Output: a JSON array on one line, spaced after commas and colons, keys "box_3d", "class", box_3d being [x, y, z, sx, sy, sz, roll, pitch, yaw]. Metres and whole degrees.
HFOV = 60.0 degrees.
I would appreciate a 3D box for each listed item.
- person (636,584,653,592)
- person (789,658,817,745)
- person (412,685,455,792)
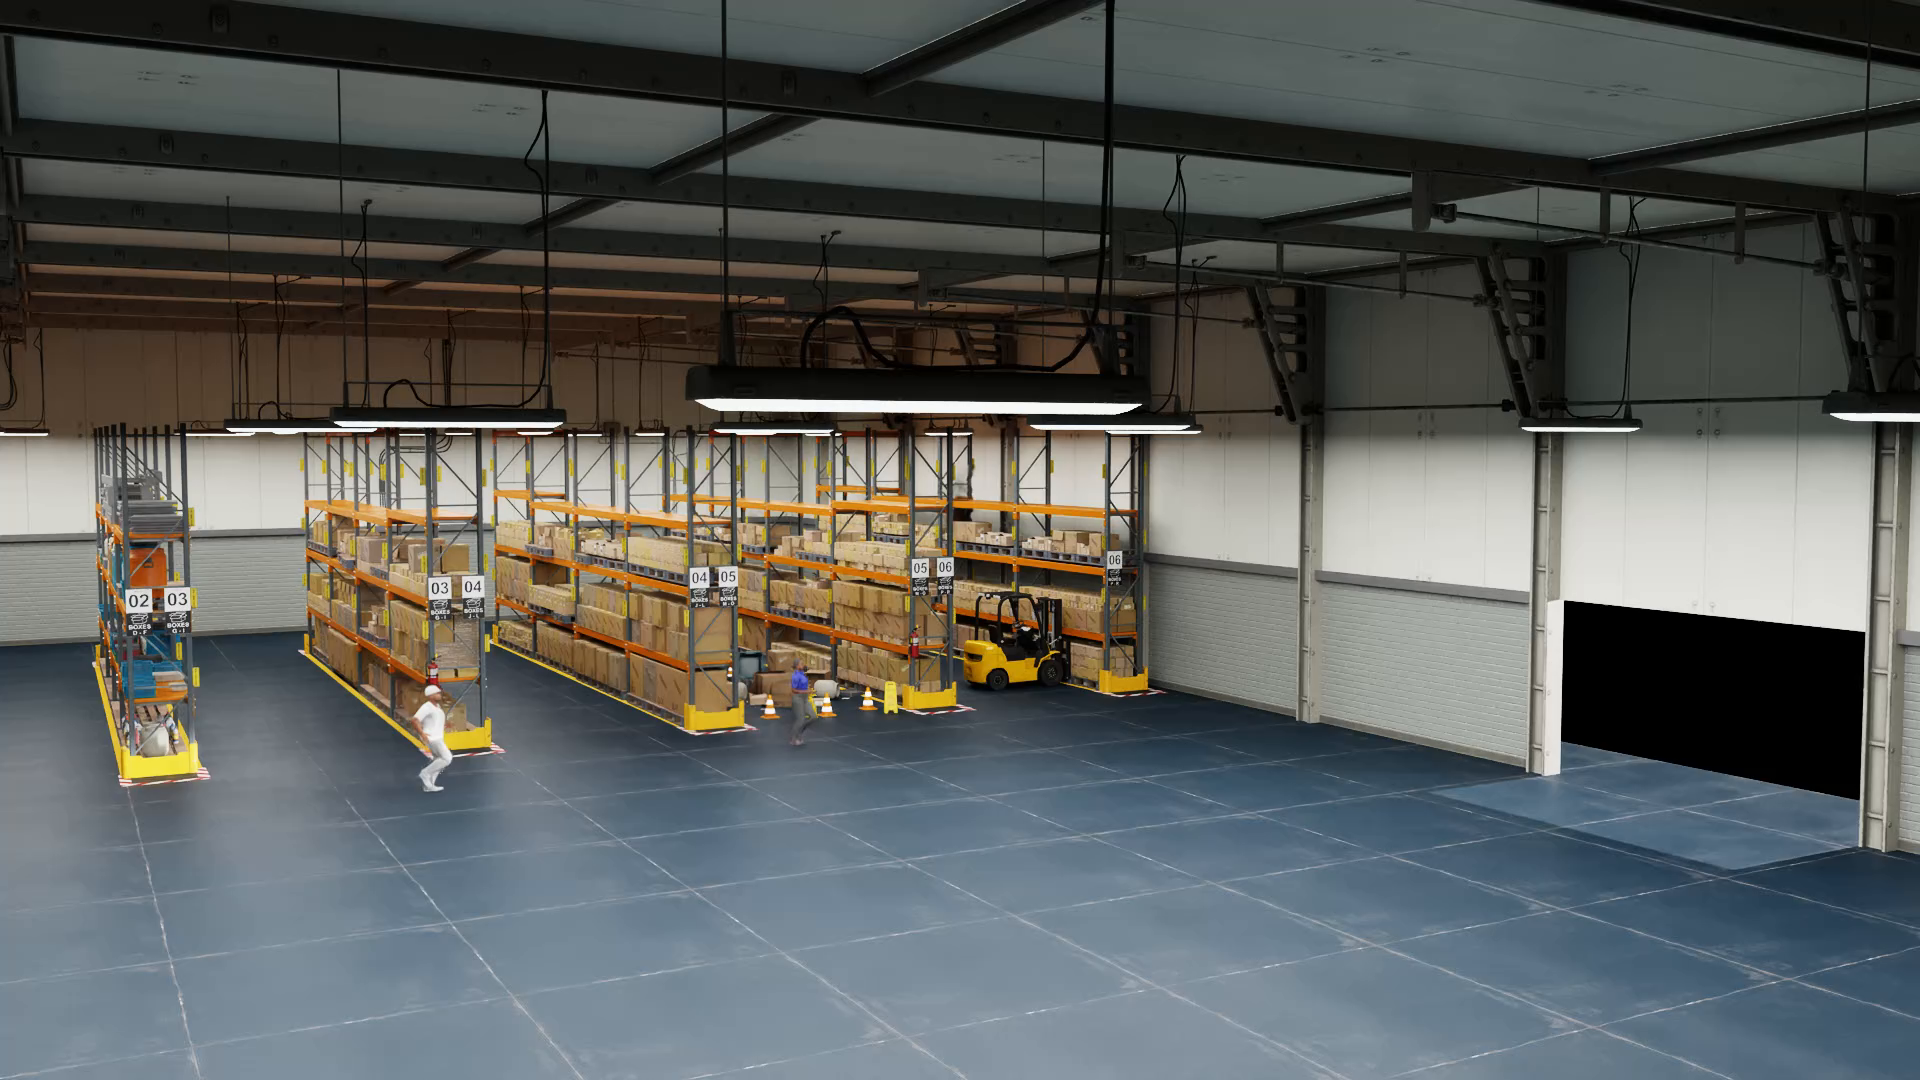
[{"box_3d": [-9.549, 1.843, 50.350, 0.724, 1.734, 0.583, -1, 4, -14], "class": "person"}, {"box_3d": [-2.922, 3.021, 31.082, 0.572, 1.619, 0.563, 1, 4, 18], "class": "person"}, {"box_3d": [-8.494, 3.221, 26.977, 0.580, 1.729, 0.701, 0, 3, -4], "class": "person"}]
